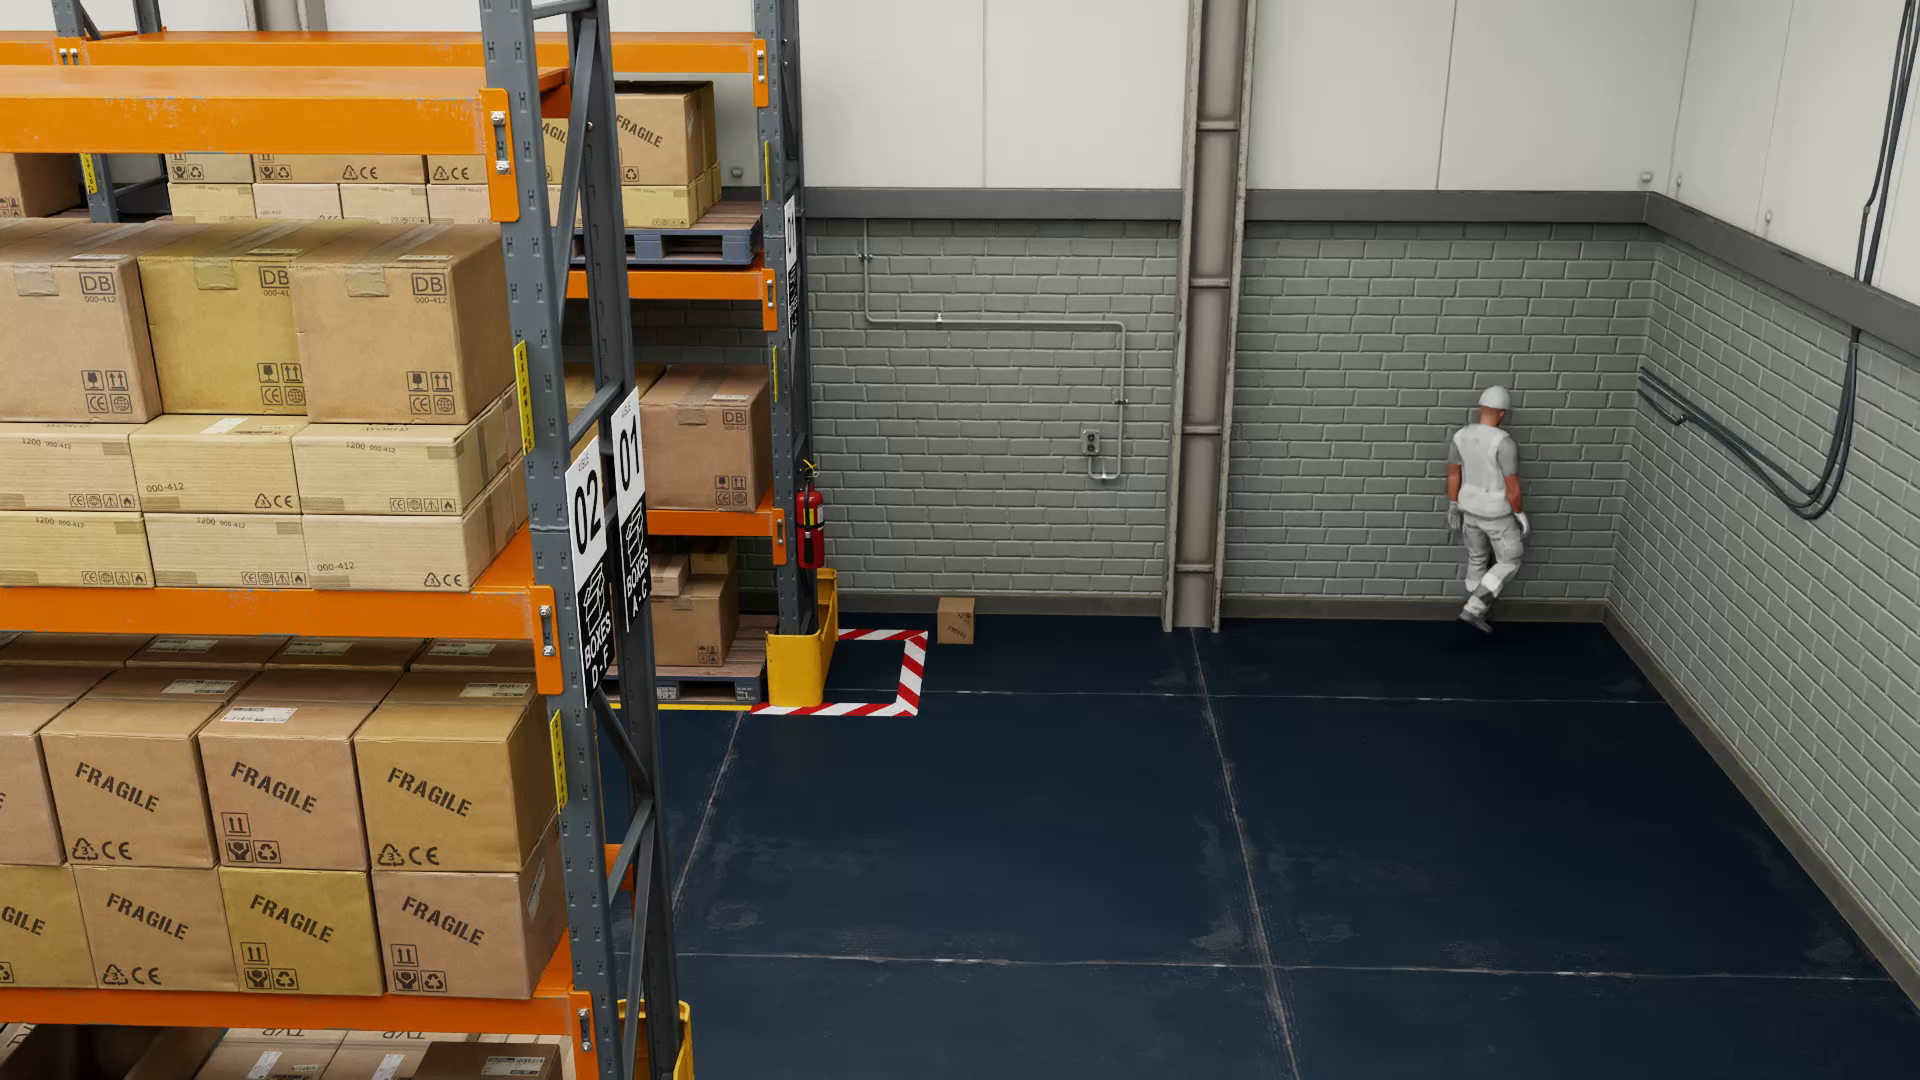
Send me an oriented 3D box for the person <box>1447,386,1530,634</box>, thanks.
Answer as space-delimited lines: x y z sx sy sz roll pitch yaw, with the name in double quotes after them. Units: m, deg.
3.685 -0.200 11.532 0.713 1.777 0.591 -13 24 -31 "person"
